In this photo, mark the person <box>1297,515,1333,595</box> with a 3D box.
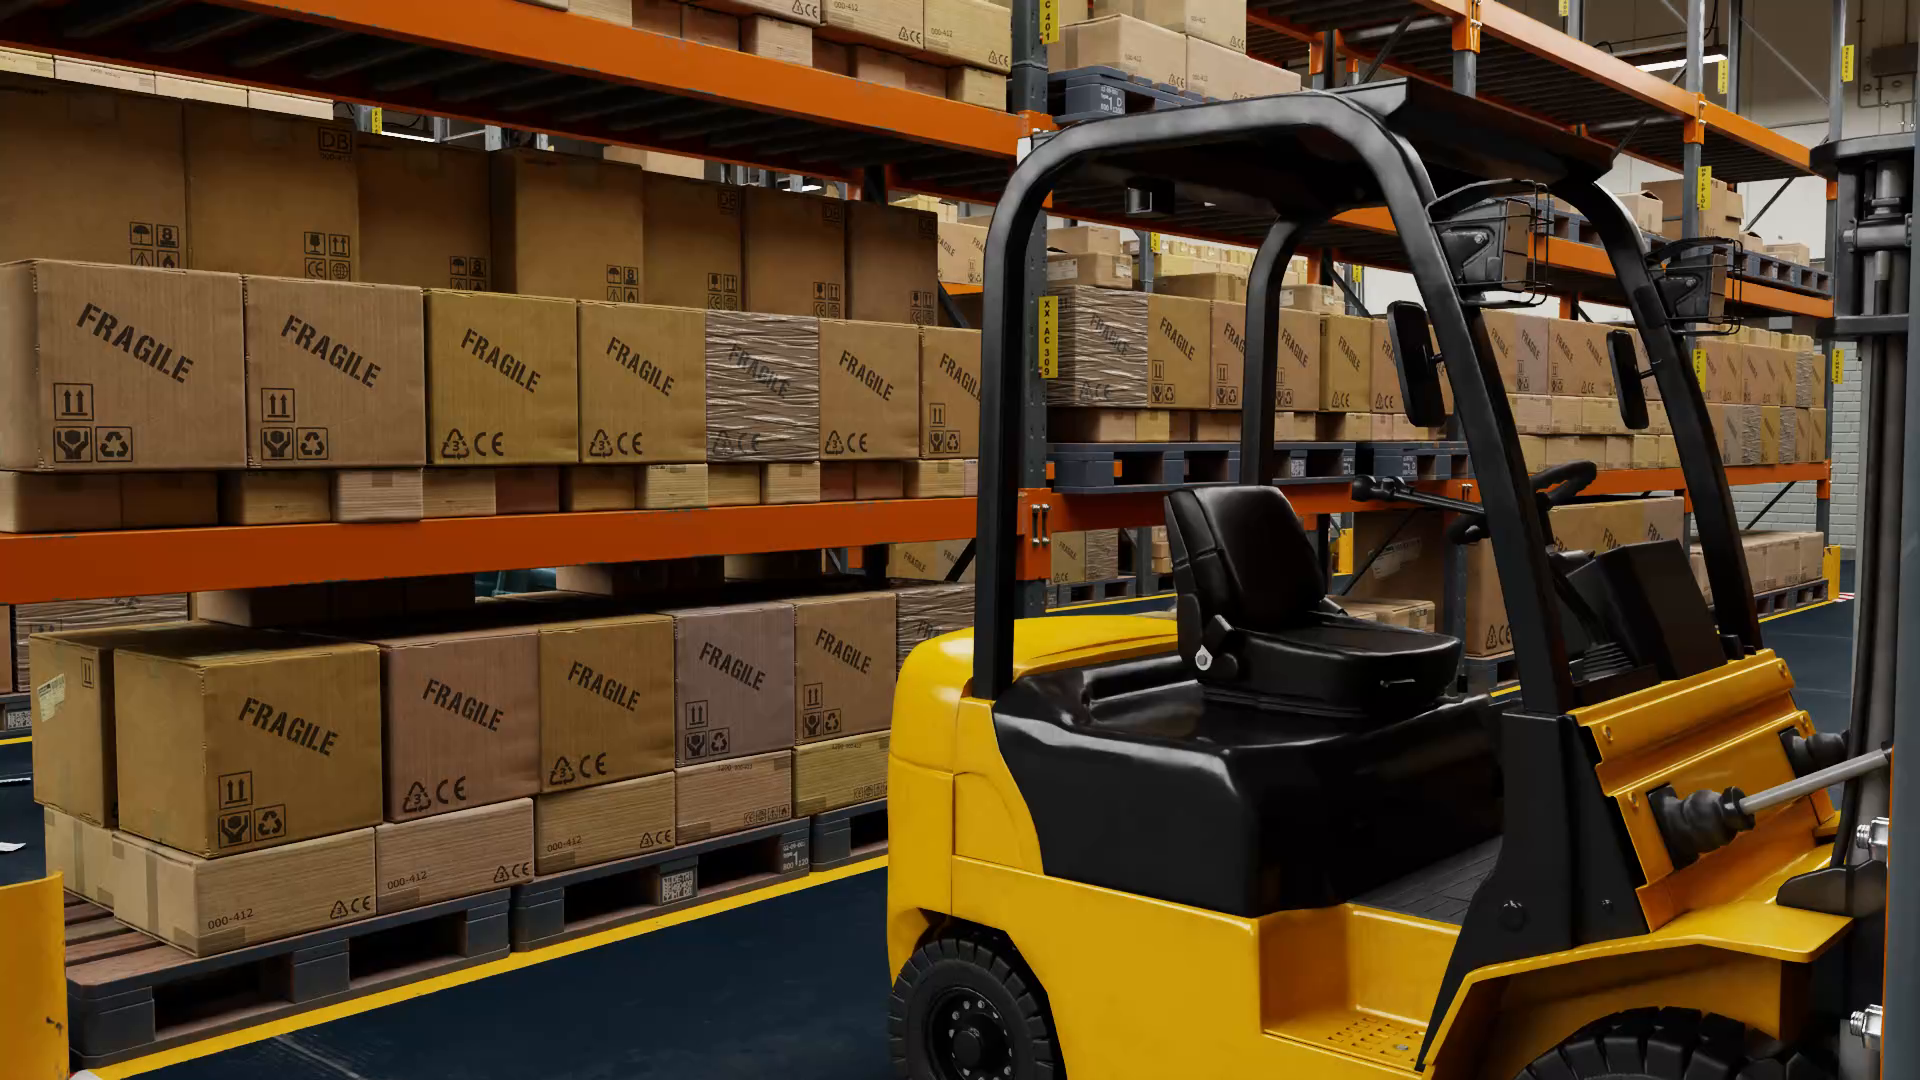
[{"bbox_3d":[2.664,-0.150,13.284,1.028,1.677,0.530,-2,4,-34],"label":"person"}]
